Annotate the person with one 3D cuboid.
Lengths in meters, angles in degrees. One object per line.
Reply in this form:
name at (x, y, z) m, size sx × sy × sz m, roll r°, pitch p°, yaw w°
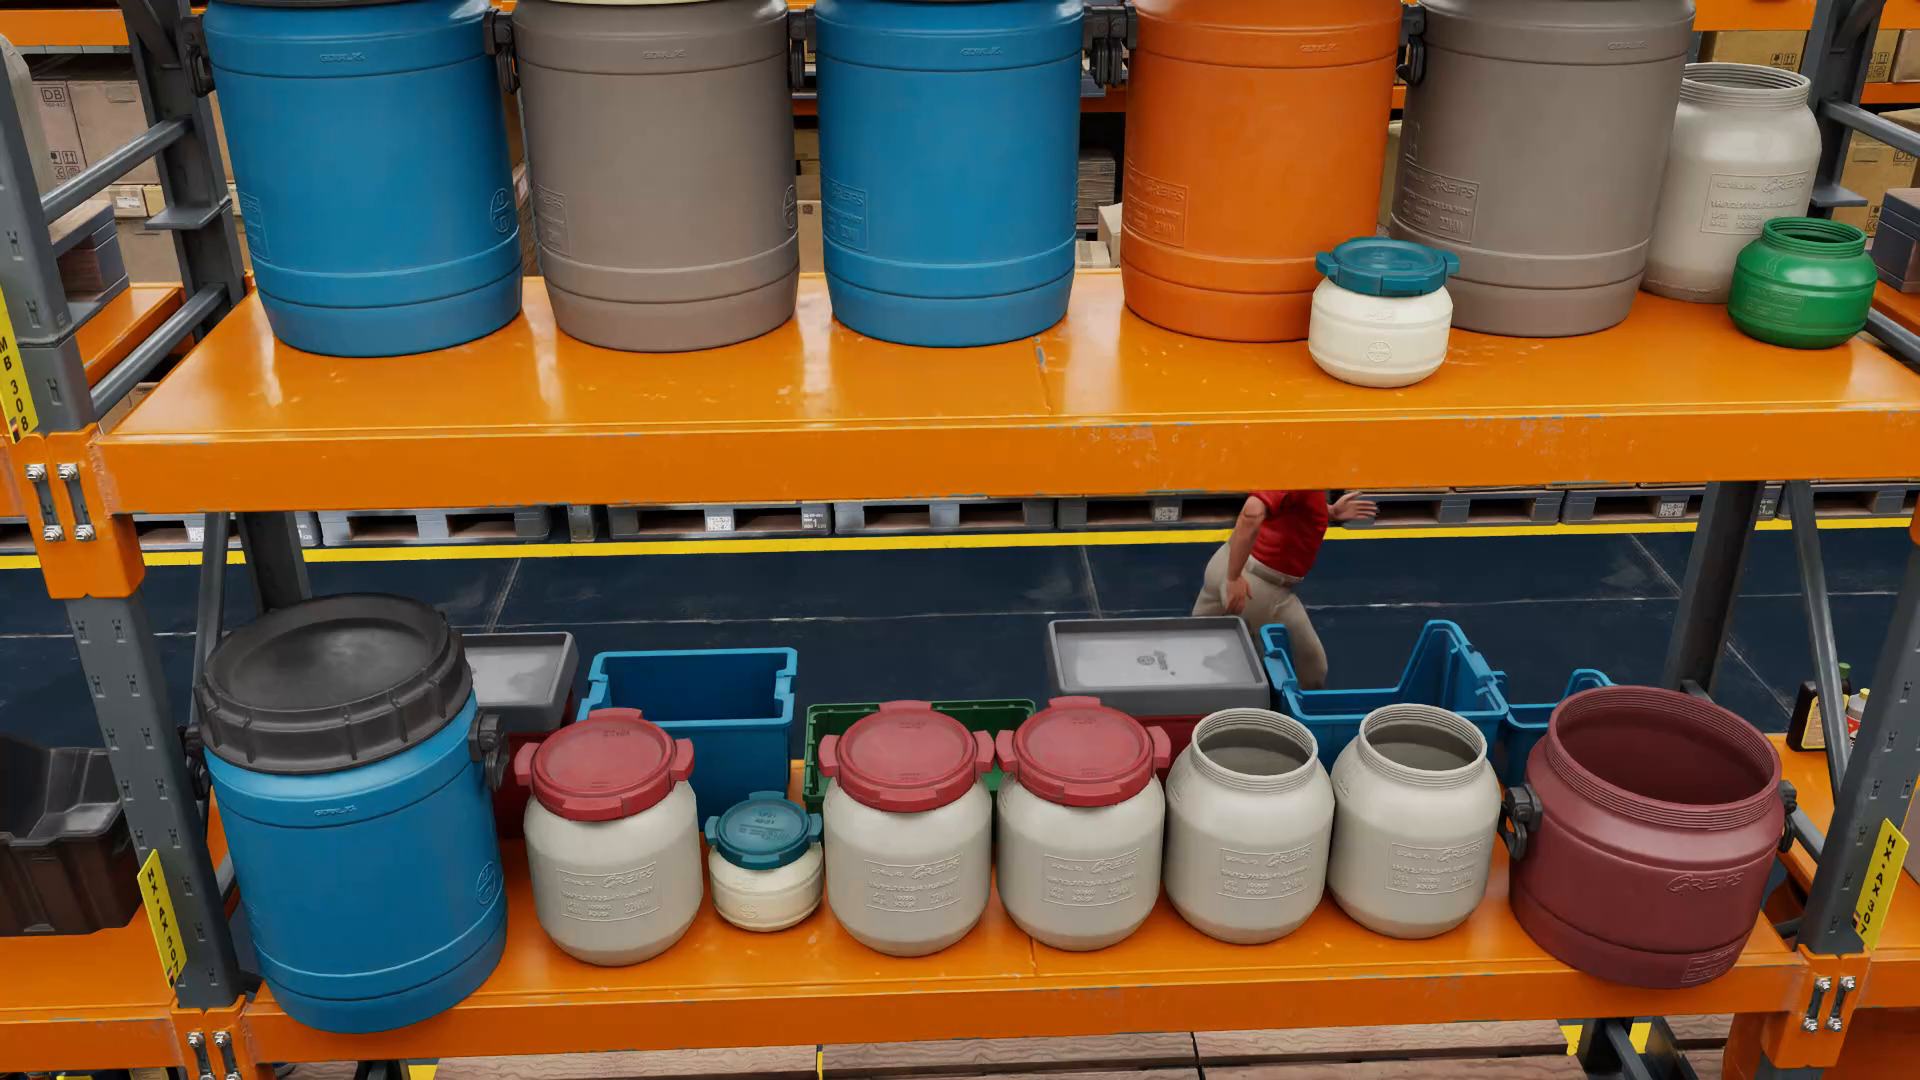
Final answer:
person at (1.233, 0.202, 6.831) m, size 0.981 × 1.663 × 0.652 m, roll -4°, pitch 28°, yaw -7°
